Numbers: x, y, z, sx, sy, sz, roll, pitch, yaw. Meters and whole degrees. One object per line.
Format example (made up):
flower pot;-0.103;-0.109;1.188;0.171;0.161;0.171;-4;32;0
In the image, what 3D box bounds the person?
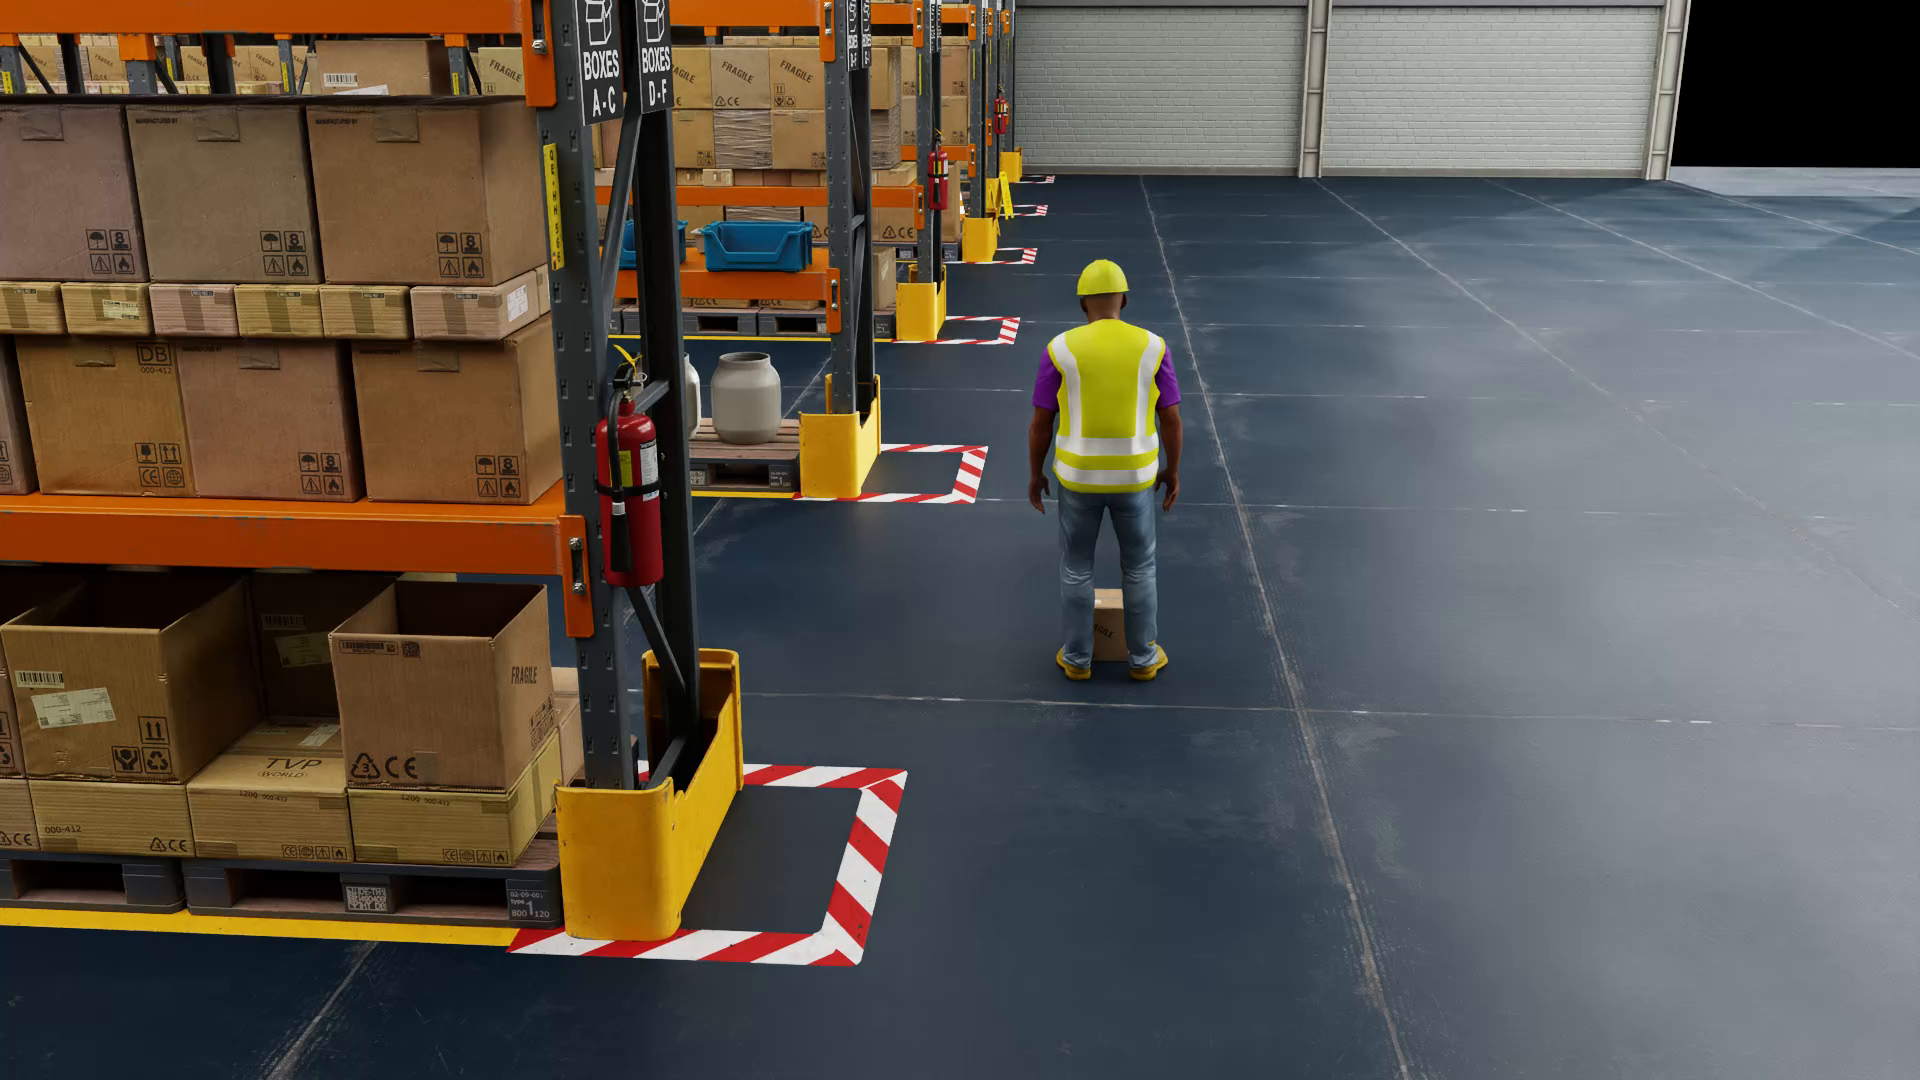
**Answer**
person;0.600;-0.276;6.901;0.634;1.760;0.458;0;17;1
